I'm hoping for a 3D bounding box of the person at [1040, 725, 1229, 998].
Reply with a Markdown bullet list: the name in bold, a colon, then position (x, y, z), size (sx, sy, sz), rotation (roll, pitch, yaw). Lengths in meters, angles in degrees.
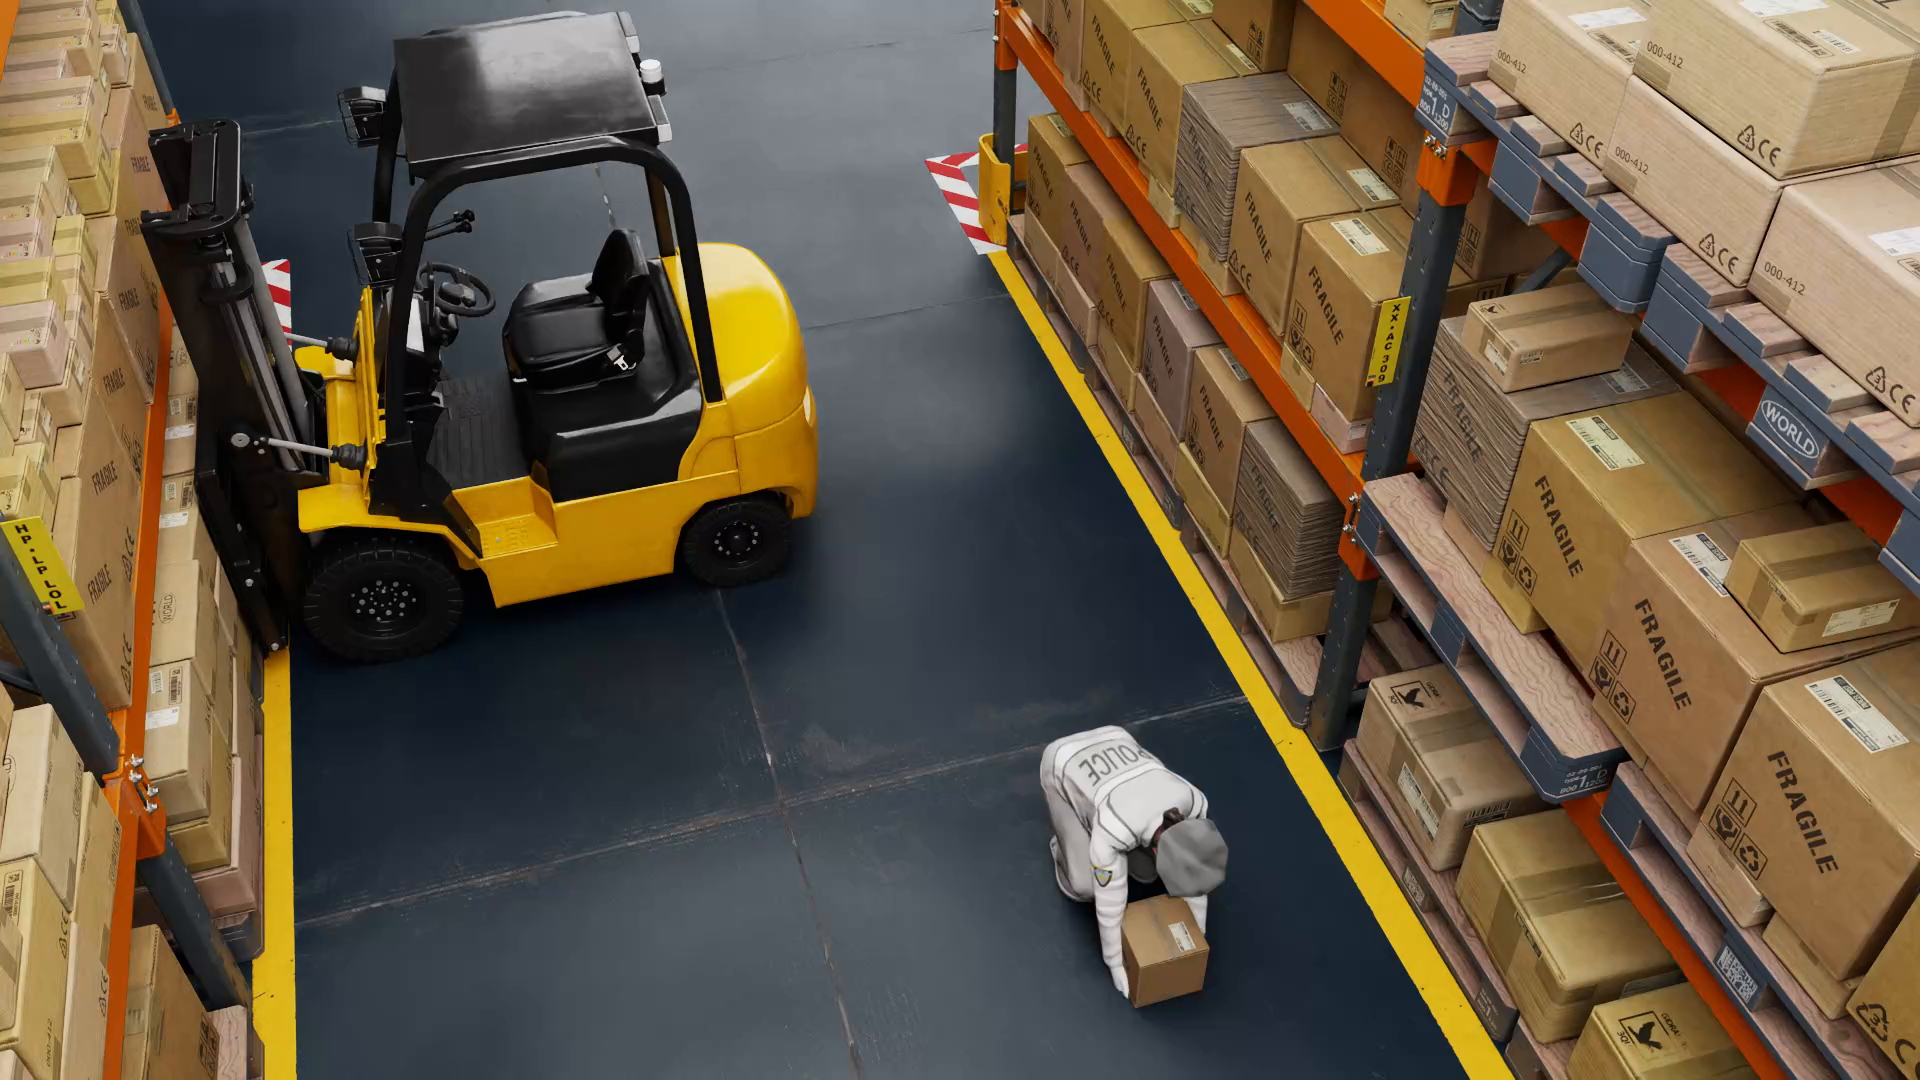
- **person**: position (0.582, 1.034, 5.735), size (0.475, 0.843, 0.884), rotation (-13, 44, -14)
